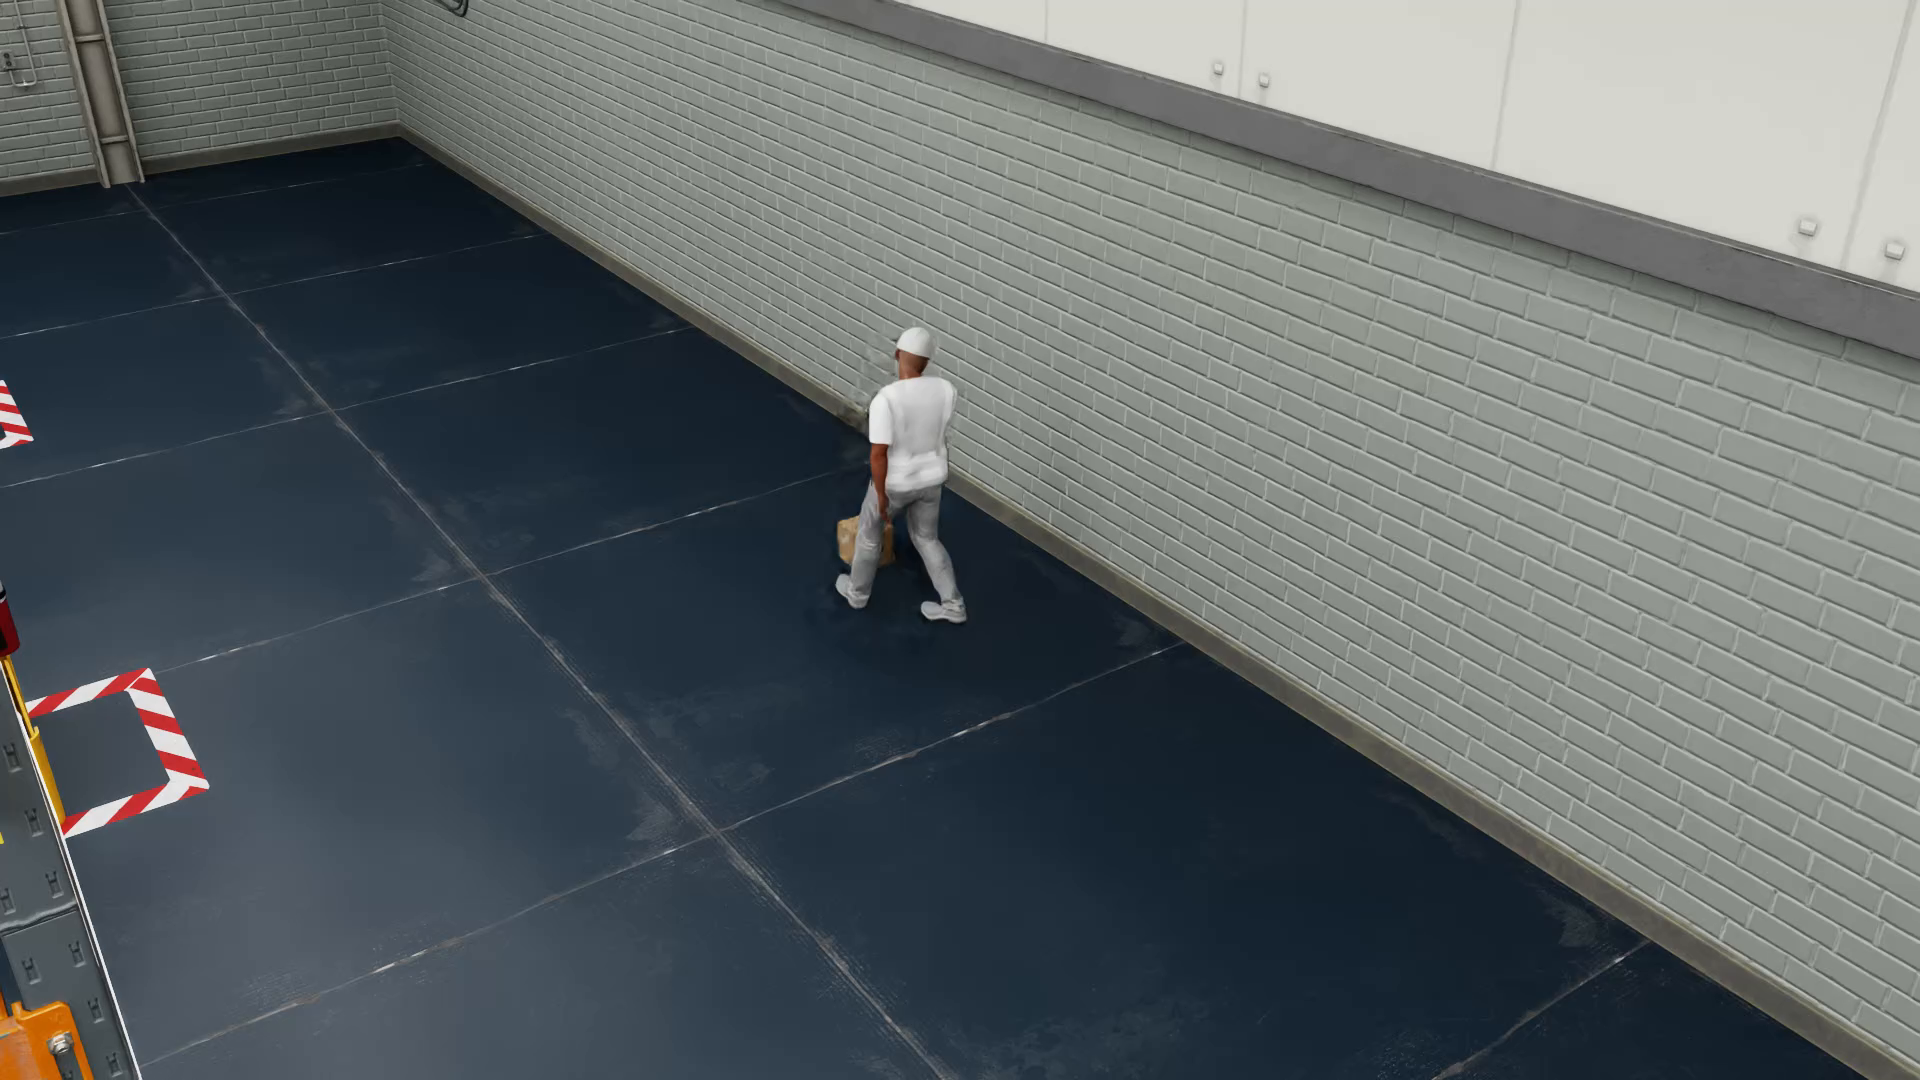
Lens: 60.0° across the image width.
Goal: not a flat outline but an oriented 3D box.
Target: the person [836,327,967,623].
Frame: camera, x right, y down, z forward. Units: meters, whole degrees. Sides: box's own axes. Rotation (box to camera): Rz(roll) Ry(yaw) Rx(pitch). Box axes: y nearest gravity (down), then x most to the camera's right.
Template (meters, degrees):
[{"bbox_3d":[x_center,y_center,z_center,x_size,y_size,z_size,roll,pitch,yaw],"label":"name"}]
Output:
[{"bbox_3d":[-0.302,-0.359,9.267,0.595,1.721,0.853,-15,32,-26],"label":"person"}]
